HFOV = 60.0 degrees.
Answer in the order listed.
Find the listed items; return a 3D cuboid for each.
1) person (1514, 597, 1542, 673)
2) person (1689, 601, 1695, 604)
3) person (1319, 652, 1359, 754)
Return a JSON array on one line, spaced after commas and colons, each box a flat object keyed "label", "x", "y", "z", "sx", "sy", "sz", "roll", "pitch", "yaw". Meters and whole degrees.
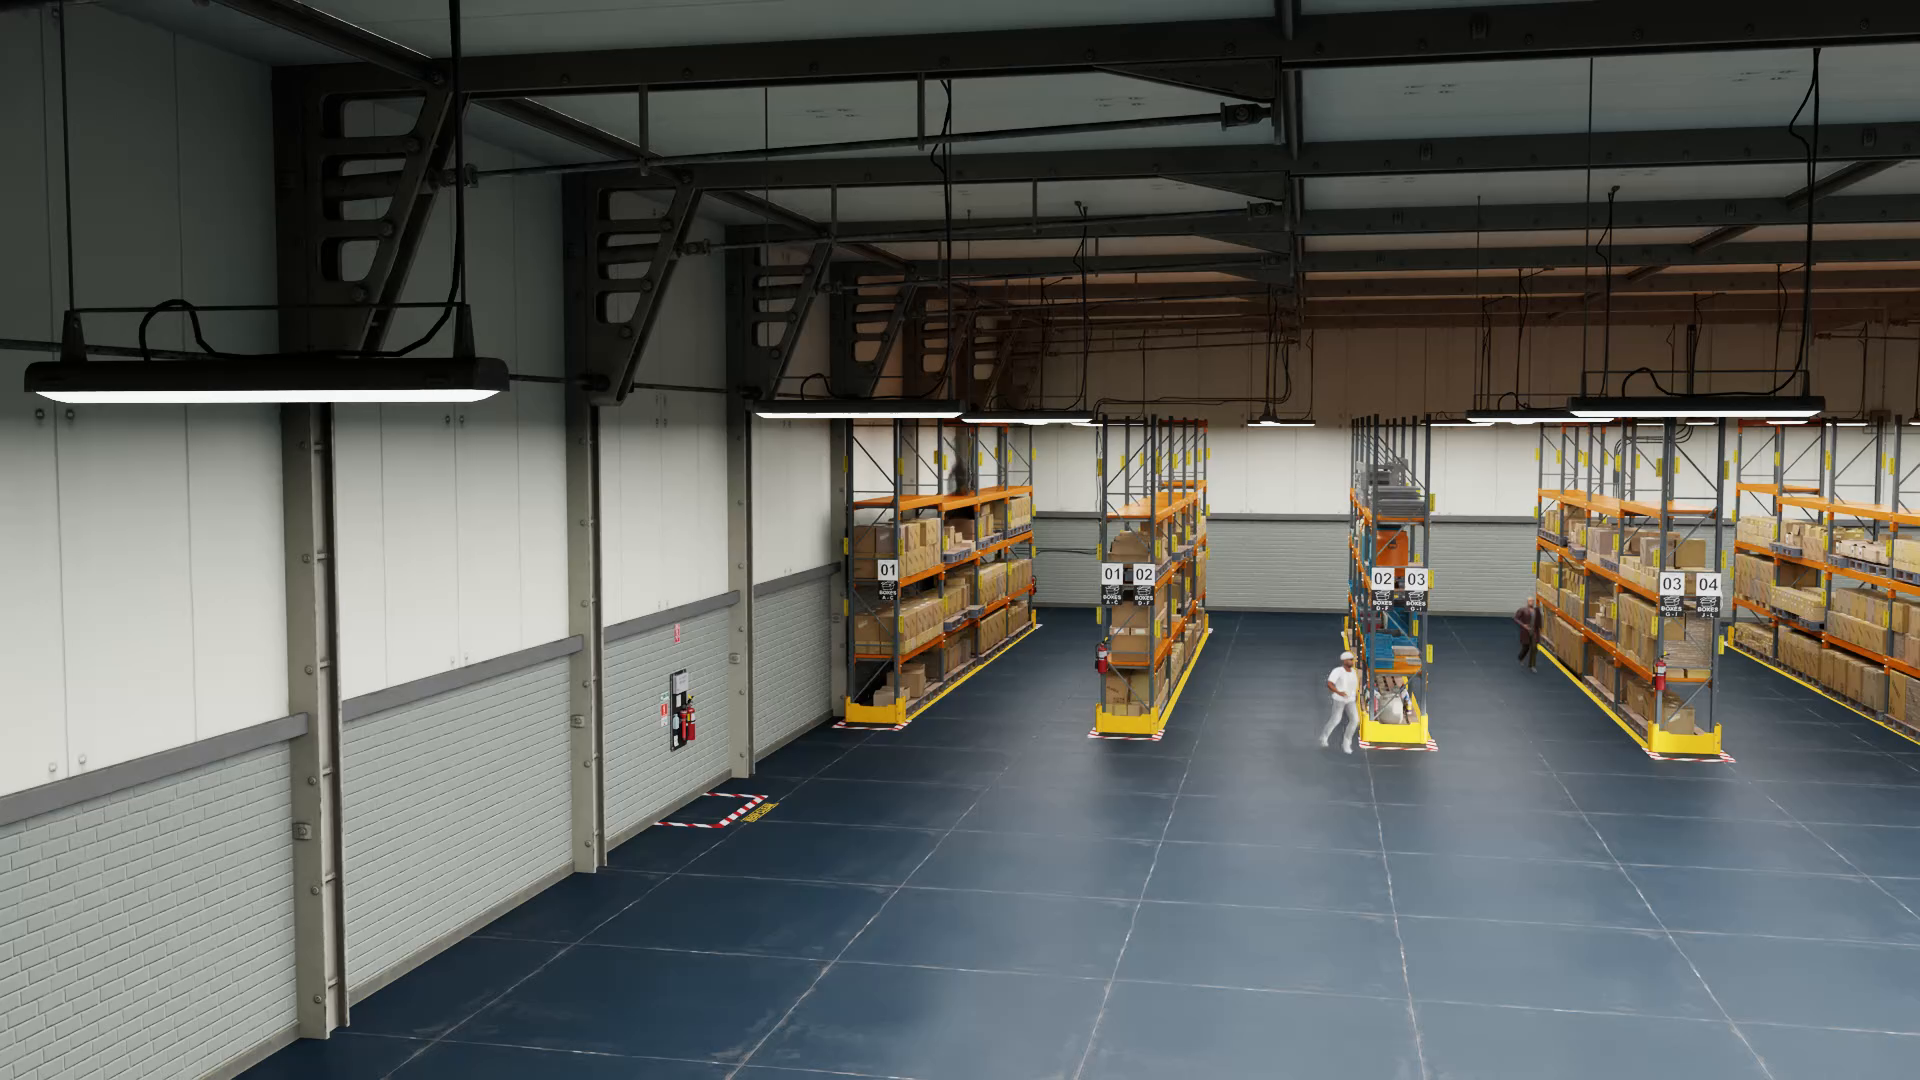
[{"label": "person", "x": 13.460, "y": 2.221, "z": 39.370, "sx": 0.713, "sy": 1.776, "sz": 0.954, "roll": 0, "pitch": 4, "yaw": -1}, {"label": "person", "x": 19.597, "y": 1.945, "z": 44.848, "sx": 0.533, "sy": 1.605, "sz": 0.697, "roll": -2, "pitch": 4, "yaw": -32}, {"label": "person", "x": 6.851, "y": 2.887, "z": 29.667, "sx": 0.761, "sy": 1.788, "sz": 0.692, "roll": -2, "pitch": 4, "yaw": -28}]
